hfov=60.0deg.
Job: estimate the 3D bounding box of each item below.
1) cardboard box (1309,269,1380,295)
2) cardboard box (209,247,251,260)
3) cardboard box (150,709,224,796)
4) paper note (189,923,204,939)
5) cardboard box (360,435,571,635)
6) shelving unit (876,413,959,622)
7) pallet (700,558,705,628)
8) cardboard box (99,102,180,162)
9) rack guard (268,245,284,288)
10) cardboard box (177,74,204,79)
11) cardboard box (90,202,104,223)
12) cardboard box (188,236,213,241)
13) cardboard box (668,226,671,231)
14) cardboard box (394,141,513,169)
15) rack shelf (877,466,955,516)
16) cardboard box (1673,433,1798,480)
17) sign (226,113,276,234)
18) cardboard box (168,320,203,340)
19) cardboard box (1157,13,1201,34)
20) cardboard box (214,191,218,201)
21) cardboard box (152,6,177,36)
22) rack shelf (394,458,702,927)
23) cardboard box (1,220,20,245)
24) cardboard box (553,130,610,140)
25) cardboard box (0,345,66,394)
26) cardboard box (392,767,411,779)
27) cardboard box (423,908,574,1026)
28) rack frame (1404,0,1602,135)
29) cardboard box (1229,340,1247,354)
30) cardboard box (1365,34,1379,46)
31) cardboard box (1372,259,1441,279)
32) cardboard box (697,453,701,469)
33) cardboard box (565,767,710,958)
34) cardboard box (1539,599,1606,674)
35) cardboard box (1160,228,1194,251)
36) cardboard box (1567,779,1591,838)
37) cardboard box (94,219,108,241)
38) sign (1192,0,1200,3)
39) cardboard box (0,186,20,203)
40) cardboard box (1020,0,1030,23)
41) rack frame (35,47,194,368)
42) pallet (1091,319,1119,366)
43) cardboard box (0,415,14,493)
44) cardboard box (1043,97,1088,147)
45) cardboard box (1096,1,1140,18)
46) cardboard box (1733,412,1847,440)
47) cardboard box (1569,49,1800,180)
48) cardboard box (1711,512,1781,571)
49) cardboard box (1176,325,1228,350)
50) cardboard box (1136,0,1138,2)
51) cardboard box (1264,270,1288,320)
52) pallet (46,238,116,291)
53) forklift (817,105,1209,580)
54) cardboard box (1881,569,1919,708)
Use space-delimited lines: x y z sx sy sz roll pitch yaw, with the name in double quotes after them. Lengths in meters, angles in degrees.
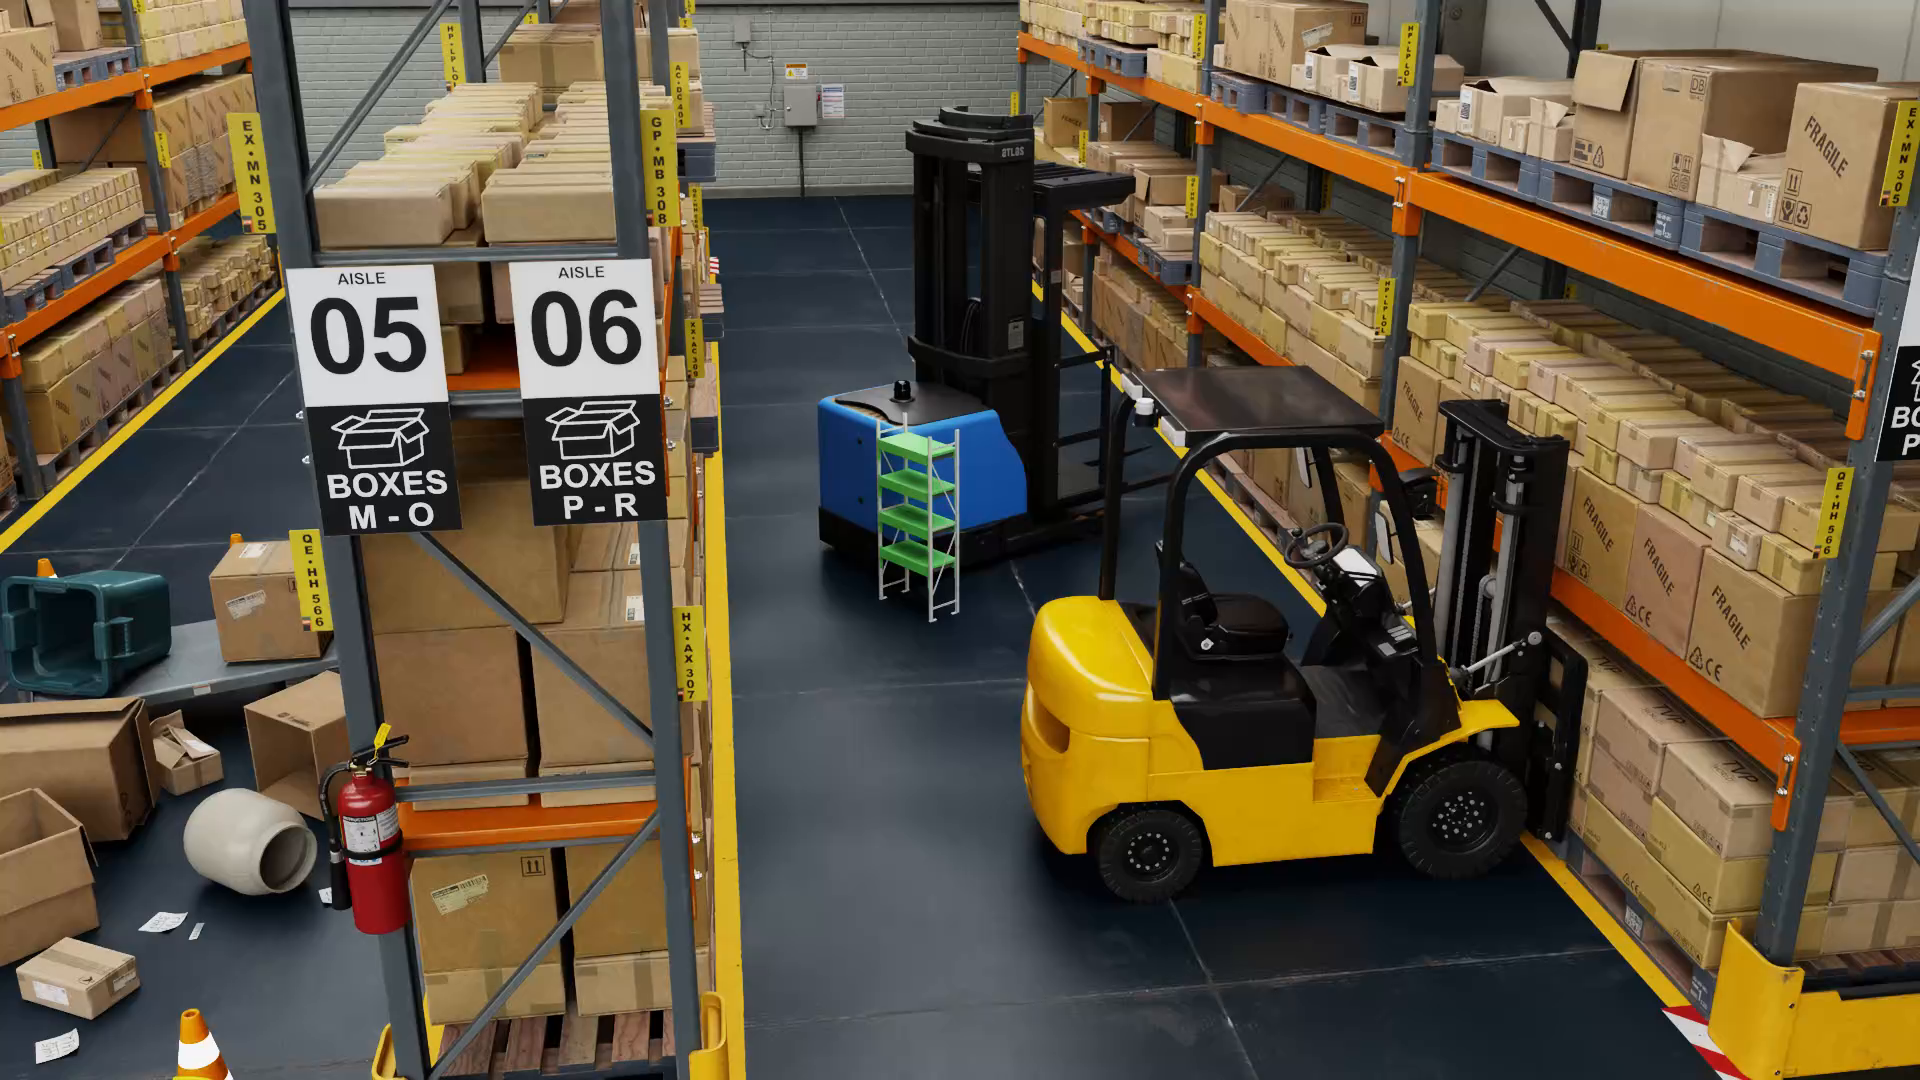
2.494 -1.656 10.794 0.380 0.149 0.250 -3 21 -9 "cardboard box"
-8.135 -3.166 18.531 0.380 0.149 0.250 -4 21 -10 "cardboard box"
-3.972 1.078 8.450 0.396 0.266 0.258 17 27 39 "cardboard box"
-3.296 1.689 7.180 0.032 0.001 0.123 -3 21 -8 "paper note"
-1.678 -0.028 5.508 0.700 0.500 0.500 -3 21 -9 "cardboard box"
-0.262 -0.143 10.383 0.258 1.200 0.503 -17 27 -39 "shelving unit"
-2.079 0.444 10.226 1.003 0.211 1.213 -3 21 -8 "pallet"
-7.826 -3.901 15.877 0.500 0.500 0.500 -2 21 -6 "cardboard box"
-8.568 -3.266 19.745 1.175 0.500 0.348 -3 21 -8 "rack guard"
-8.777 -4.949 18.682 0.500 0.500 0.500 -3 21 -8 "cardboard box"
-7.597 -2.807 14.278 0.380 0.149 0.250 -4 21 -11 "cardboard box"
-8.839 -3.404 19.168 0.380 0.149 0.250 -4 21 -10 "cardboard box"
-1.414 -1.401 6.681 0.500 0.250 0.500 -2 21 -7 "cardboard box"
-1.797 -1.325 5.910 0.380 0.149 0.250 -3 21 -8 "cardboard box"
-0.262 -0.308 10.322 0.258 0.148 0.480 -17 27 -39 "rack shelf"
3.170 -0.326 6.807 0.380 0.149 0.250 -3 21 -7 "cardboard box"
-1.941 -1.007 4.572 0.100 0.325 0.005 -3 21 -8 "sign"
-7.737 -2.082 16.476 0.380 0.149 0.250 -4 21 -10 "cardboard box"
1.879 -4.357 14.026 0.380 0.149 0.250 -3 21 -9 "cardboard box"
-8.042 -3.619 17.477 0.380 0.149 0.250 -2 21 -6 "cardboard box"
-7.901 -4.999 16.025 0.500 0.250 0.500 -3 21 -8 "cardboard box"
-1.677 0.437 7.288 1.077 0.370 4.000 -3 21 -8 "rack shelf"
-7.342 -2.314 12.532 0.380 0.149 0.250 -3 21 -9 "cardboard box"
-1.315 -1.445 6.229 0.380 0.149 0.250 -2 21 -6 "cardboard box"
-7.285 -1.321 12.867 0.500 0.250 0.500 -4 21 -10 "cardboard box"
-1.800 0.709 5.890 0.380 0.149 0.250 -3 21 -8 "cardboard box"
-1.775 1.609 6.451 0.500 0.250 0.500 -3 21 -8 "cardboard box"
2.946 -3.655 8.640 1.000 3.000 0.127 -3 21 -8 "rack frame"
2.586 -1.415 14.190 0.500 0.500 0.500 -2 21 -6 "cardboard box"
2.728 -3.570 12.172 0.500 0.250 0.500 -3 21 -8 "cardboard box"
2.976 -1.772 11.103 0.380 0.149 0.250 -3 21 -8 "cardboard box"
-2.470 -0.747 12.585 0.950 0.372 0.625 -4 21 -11 "cardboard box"
-1.235 1.231 6.392 0.500 0.500 0.500 -4 21 -10 "cardboard box"
2.920 0.493 8.009 0.500 0.250 0.500 -3 21 -9 "cardboard box"
1.895 -2.517 13.926 0.380 0.149 0.250 -3 21 -7 "cardboard box"
3.017 1.139 7.710 0.500 0.250 0.500 -3 21 -7 "cardboard box"
-7.595 -2.670 14.338 0.380 0.149 0.250 -4 21 -10 "cardboard box"
2.342 -5.475 16.500 0.100 0.325 0.005 -3 21 -8 "sign"
-8.249 -2.916 14.145 0.380 0.149 0.250 -3 21 -8 "cardboard box"
1.010 -6.306 19.815 0.500 0.250 0.500 -3 21 -8 "cardboard box"
-8.002 -3.078 15.670 1.000 3.000 0.127 -3 21 -8 "rack frame"
1.948 -2.028 16.845 1.003 0.211 1.213 -3 21 -8 "pallet"
-7.427 -0.621 11.706 1.050 0.750 0.750 -3 21 -8 "cardboard box"
1.232 -4.730 18.810 0.500 0.500 0.500 -2 21 -6 "cardboard box"
1.511 -5.070 15.909 0.380 0.149 0.250 -3 21 -7 "cardboard box"
3.546 -0.436 7.101 0.380 0.149 0.250 -2 21 -6 "cardboard box"
3.123 -1.862 7.236 0.797 0.503 0.637 -2 21 -6 "cardboard box"
3.129 -0.003 6.367 0.380 0.149 0.250 -3 21 -7 "cardboard box"
2.048 -1.717 14.072 0.380 0.149 0.250 -4 21 -10 "cardboard box"
2.003 -5.509 16.965 0.500 0.250 0.500 -3 21 -8 "cardboard box"
2.419 -1.696 11.470 0.500 0.250 0.500 -3 21 -7 "cardboard box"
-7.751 -2.287 13.825 1.003 0.211 1.213 -3 21 -8 "pallet"
0.497 -1.509 11.567 3.031 2.935 1.130 -15 25 -35 "forklift"
3.726 0.308 6.461 0.500 0.500 0.500 -2 21 -6 "cardboard box"
